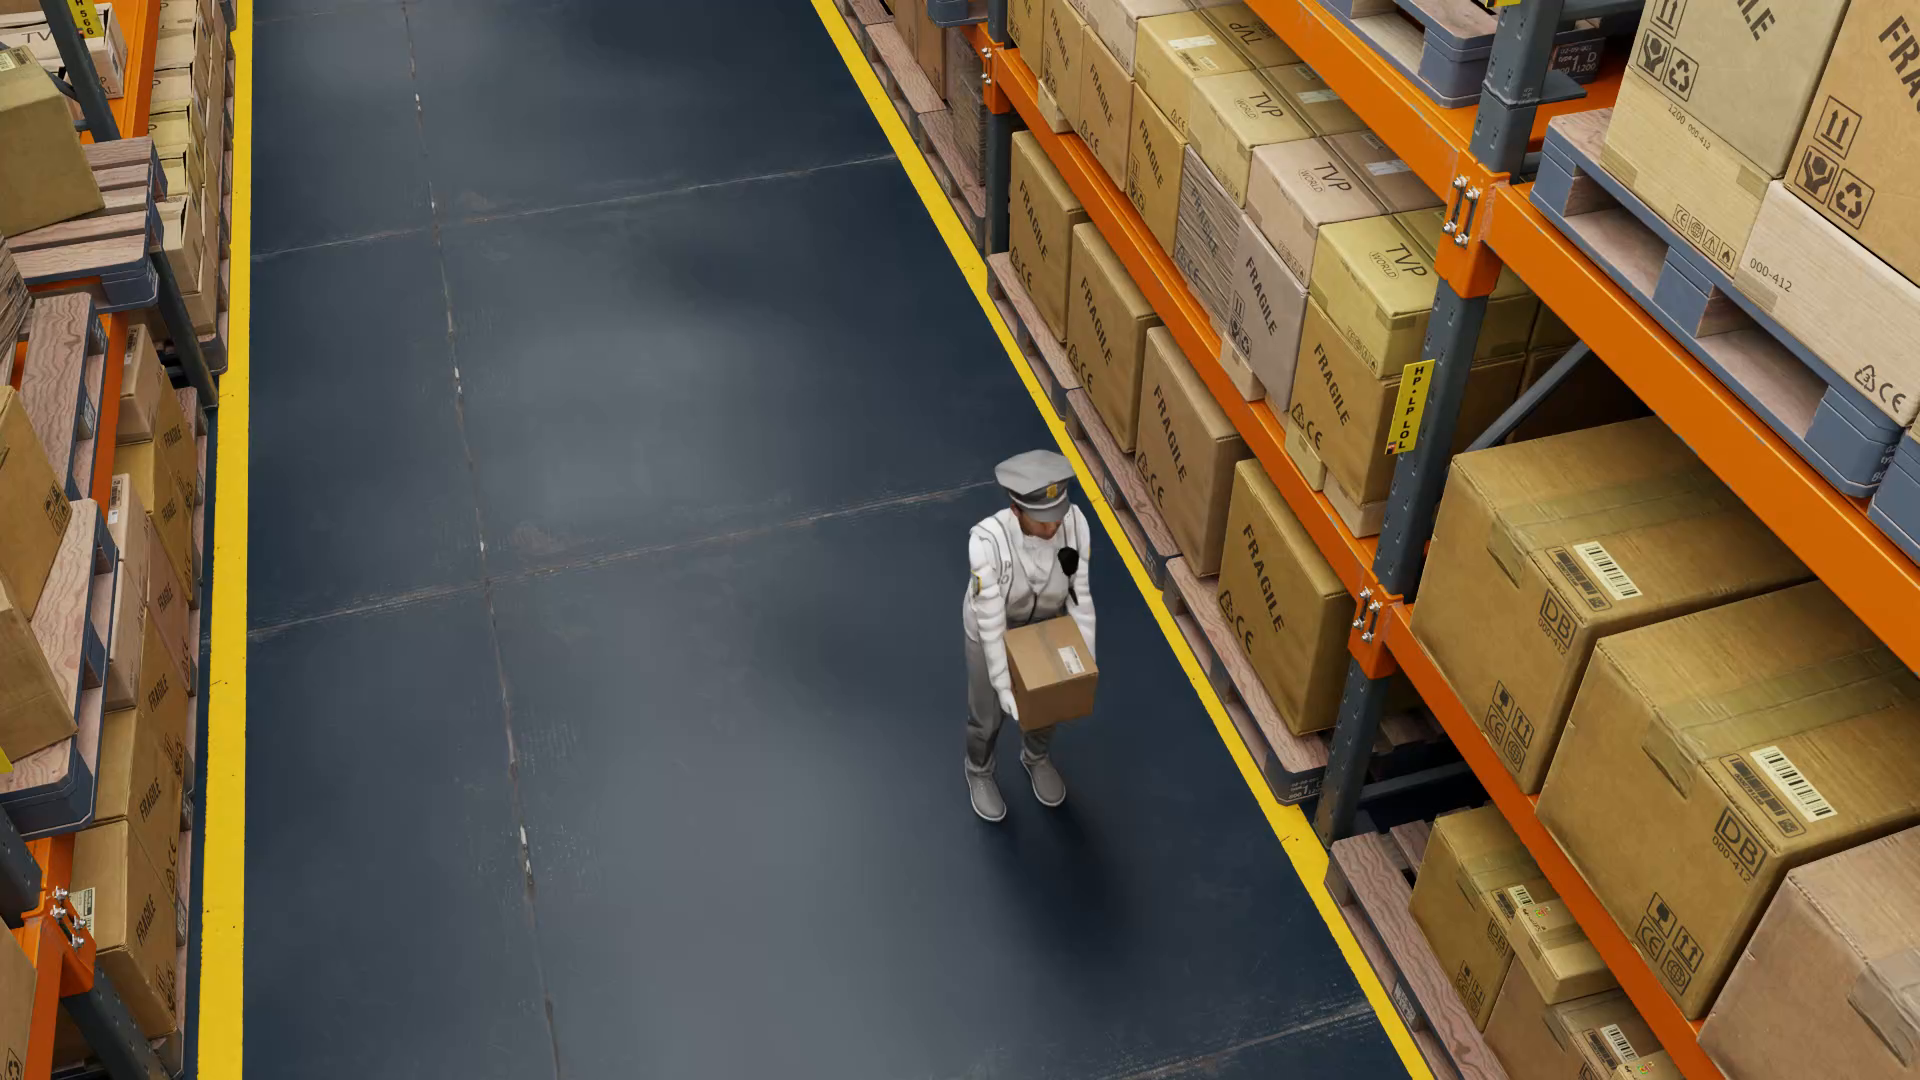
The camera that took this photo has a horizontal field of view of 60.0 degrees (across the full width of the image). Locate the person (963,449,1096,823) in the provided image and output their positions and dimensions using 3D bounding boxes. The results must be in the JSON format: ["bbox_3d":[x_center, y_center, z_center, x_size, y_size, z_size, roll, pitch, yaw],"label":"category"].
[{"bbox_3d":[0.242,0.378,5.755,0.417,1.663,0.544,-13,44,-14],"label":"person"}]
